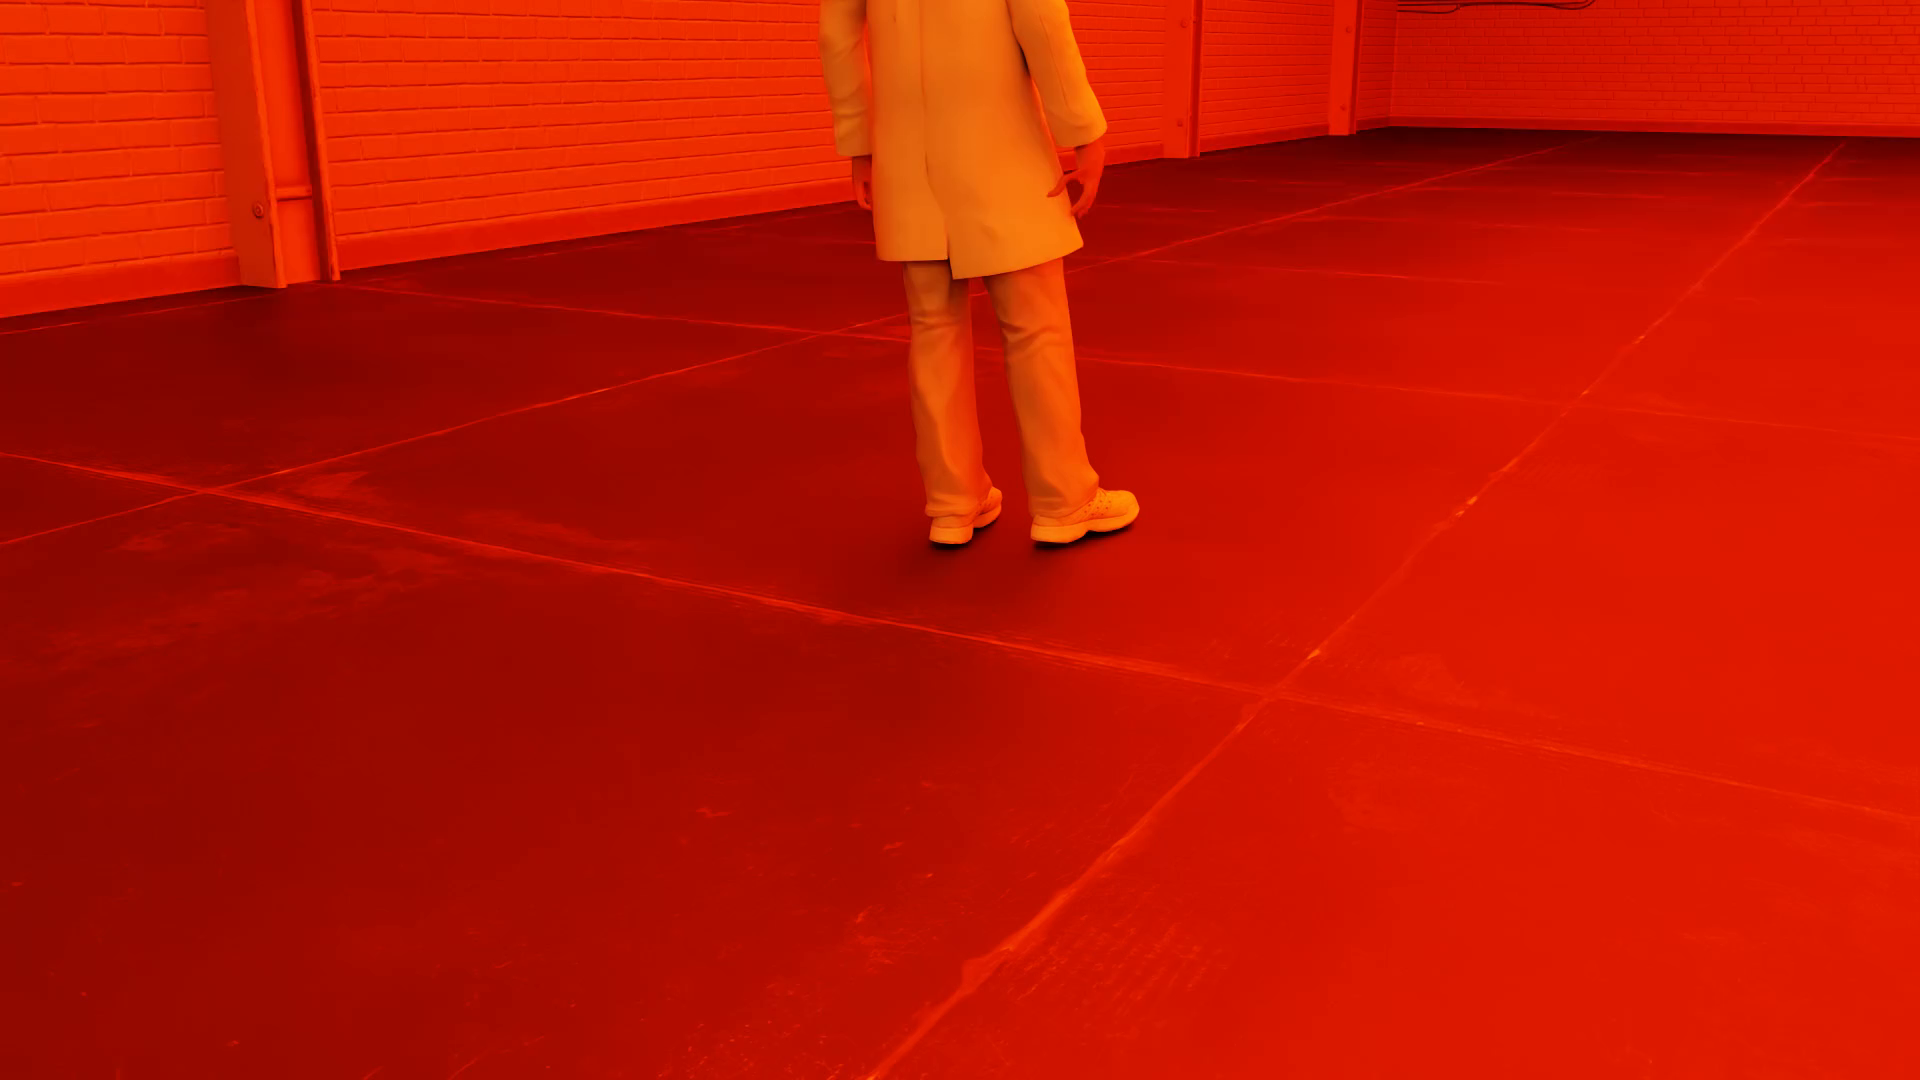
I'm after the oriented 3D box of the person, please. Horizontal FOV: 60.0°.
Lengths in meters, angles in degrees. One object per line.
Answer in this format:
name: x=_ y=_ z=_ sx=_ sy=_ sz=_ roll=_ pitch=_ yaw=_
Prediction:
person: x=0.048 y=-0.882 z=3.862 sx=0.698 sy=1.777 sz=0.578 roll=9 pitch=19 yaw=28
